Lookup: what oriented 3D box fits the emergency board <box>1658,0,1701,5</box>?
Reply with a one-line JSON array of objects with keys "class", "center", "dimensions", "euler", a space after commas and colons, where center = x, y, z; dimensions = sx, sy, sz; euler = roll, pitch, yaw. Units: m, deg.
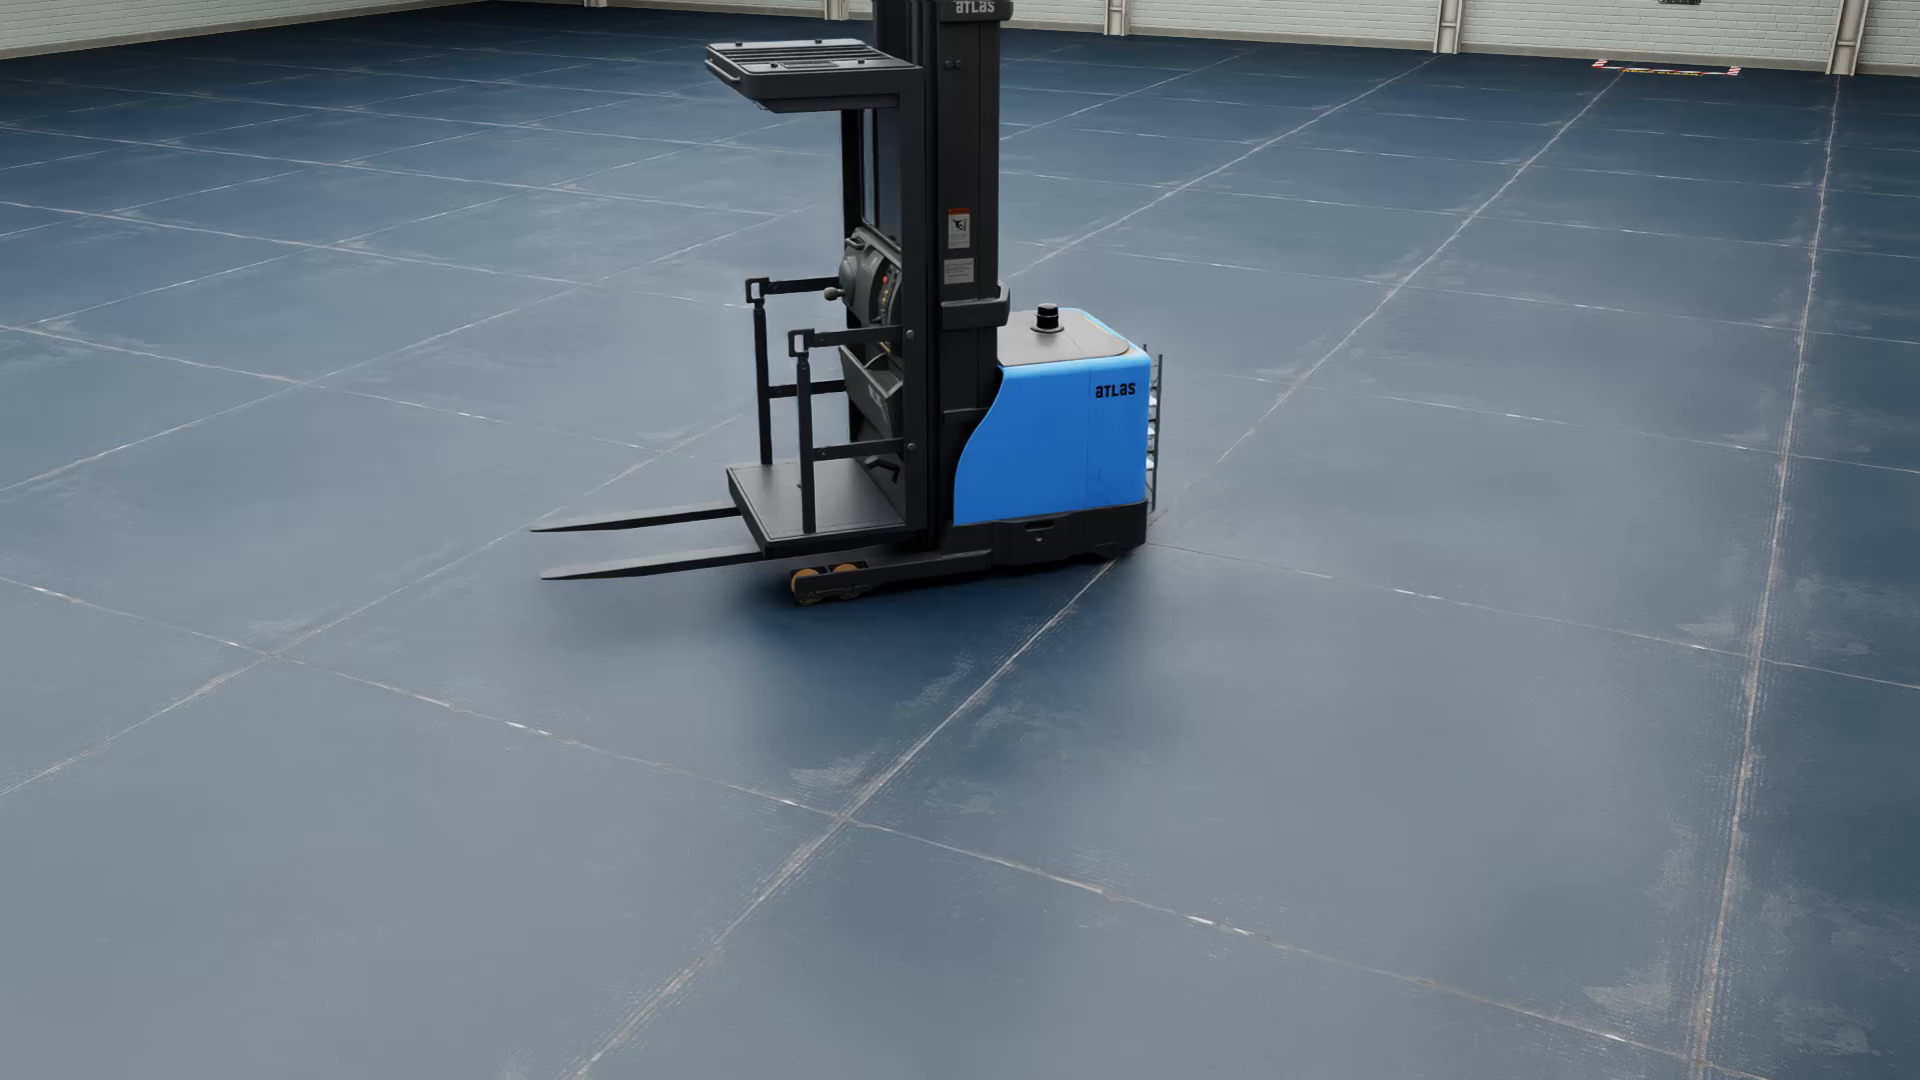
[{"class": "emergency board", "center": [11.421, -9.053, 26.205], "dimensions": [0.626, 1.169, 0.157], "euler": [11, 25, 25]}]

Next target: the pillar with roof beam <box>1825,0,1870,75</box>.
[{"class": "pillar with roof beam", "center": [11.666, -9.853, 20.419], "dimensions": [0.400, 9.000, 9.100], "euler": [11, 25, 25]}]

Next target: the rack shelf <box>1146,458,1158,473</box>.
[{"class": "rack shelf", "center": [0.921, -0.392, 9.067], "dimensions": [0.258, 0.077, 0.200], "euler": [-7, 24, -16]}]

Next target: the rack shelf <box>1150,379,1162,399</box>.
[{"class": "rack shelf", "center": [0.921, -0.806, 8.891], "dimensions": [0.258, 0.077, 0.200], "euler": [-7, 24, -16]}]

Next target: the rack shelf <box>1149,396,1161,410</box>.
[{"class": "rack shelf", "center": [0.921, -0.723, 8.926], "dimensions": [0.258, 0.077, 0.200], "euler": [-7, 24, -16]}]

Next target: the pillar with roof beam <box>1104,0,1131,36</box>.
[{"class": "pillar with roof beam", "center": [0.957, -11.972, 25.402], "dimensions": [0.400, 9.000, 9.100], "euler": [11, 25, 25]}]

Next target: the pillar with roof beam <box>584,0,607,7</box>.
[{"class": "pillar with roof beam", "center": [-9.752, -14.090, 30.384], "dimensions": [0.400, 9.000, 9.100], "euler": [11, 25, 25]}]

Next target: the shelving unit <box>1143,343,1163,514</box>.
[{"class": "shelving unit", "center": [0.921, -0.588, 8.983], "dimensions": [0.258, 0.900, 0.210], "euler": [-7, 24, -16]}]

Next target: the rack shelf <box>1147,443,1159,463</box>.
[{"class": "rack shelf", "center": [0.921, -0.475, 9.032], "dimensions": [0.258, 0.077, 0.200], "euler": [-7, 24, -16]}]

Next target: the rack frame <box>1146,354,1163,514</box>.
[{"class": "rack frame", "center": [0.952, -0.551, 8.894], "dimensions": [0.240, 0.900, 0.006], "euler": [-7, 24, -16]}]

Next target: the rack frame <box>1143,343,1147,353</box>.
[{"class": "rack frame", "center": [0.890, -0.626, 9.072], "dimensions": [0.240, 0.900, 0.006], "euler": [-7, 24, -16]}]

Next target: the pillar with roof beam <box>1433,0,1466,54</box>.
[{"class": "pillar with roof beam", "center": [6.312, -10.912, 22.910], "dimensions": [0.400, 9.000, 9.100], "euler": [11, 25, 25]}]

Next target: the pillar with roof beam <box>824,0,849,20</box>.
[{"class": "pillar with roof beam", "center": [-4.398, -13.031, 27.893], "dimensions": [0.400, 9.000, 9.100], "euler": [11, 25, 25]}]

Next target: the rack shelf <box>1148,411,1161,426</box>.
[{"class": "rack shelf", "center": [0.921, -0.641, 8.961], "dimensions": [0.258, 0.077, 0.200], "euler": [-7, 24, -16]}]

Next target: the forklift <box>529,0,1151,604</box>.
[{"class": "forklift", "center": [-0.618, -1.271, 7.993], "dimensions": [3.031, 2.935, 1.130], "euler": [-7, 24, -16]}]

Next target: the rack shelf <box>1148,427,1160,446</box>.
[{"class": "rack shelf", "center": [0.921, -0.558, 8.996], "dimensions": [0.258, 0.077, 0.200], "euler": [-7, 24, -16]}]
